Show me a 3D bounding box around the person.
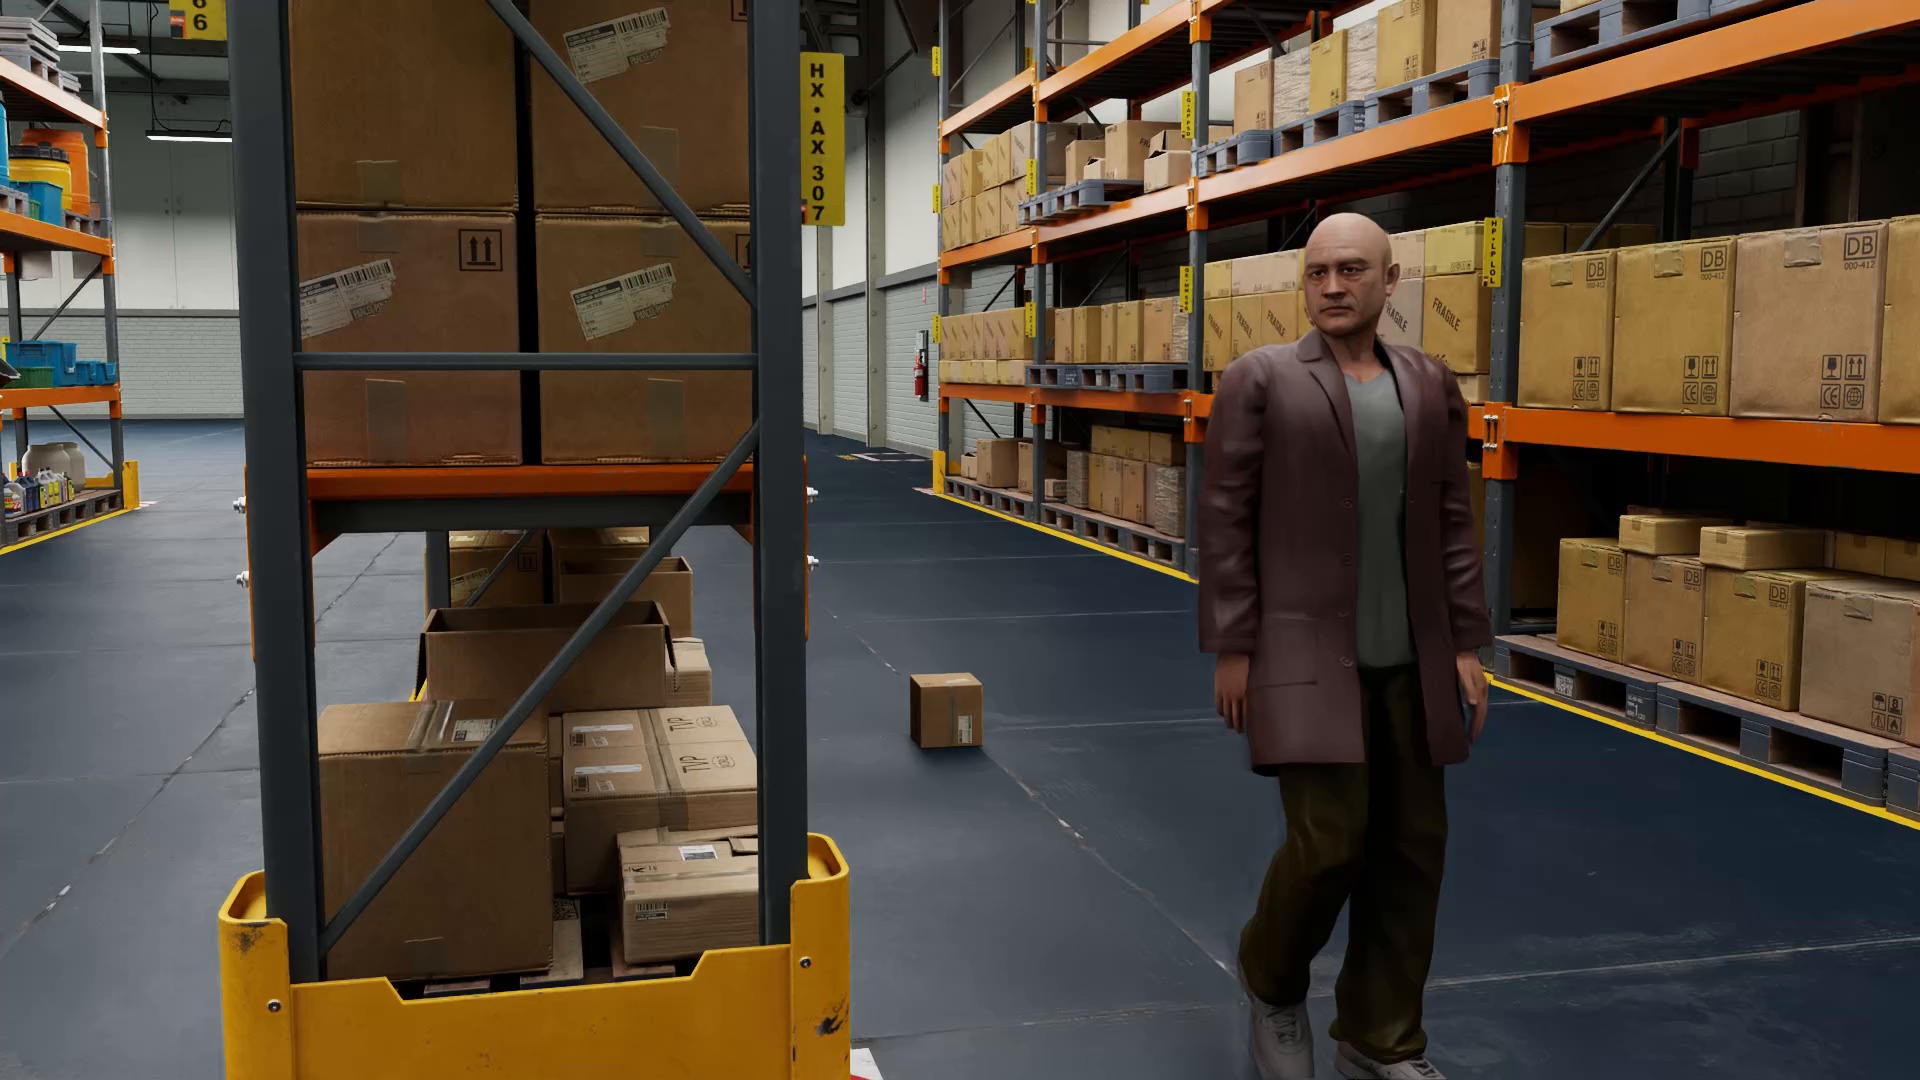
[{"bbox_3d":[0.787,0.248,3.338,0.594,1.794,0.578,-2,6,-17],"label":"person"}]
